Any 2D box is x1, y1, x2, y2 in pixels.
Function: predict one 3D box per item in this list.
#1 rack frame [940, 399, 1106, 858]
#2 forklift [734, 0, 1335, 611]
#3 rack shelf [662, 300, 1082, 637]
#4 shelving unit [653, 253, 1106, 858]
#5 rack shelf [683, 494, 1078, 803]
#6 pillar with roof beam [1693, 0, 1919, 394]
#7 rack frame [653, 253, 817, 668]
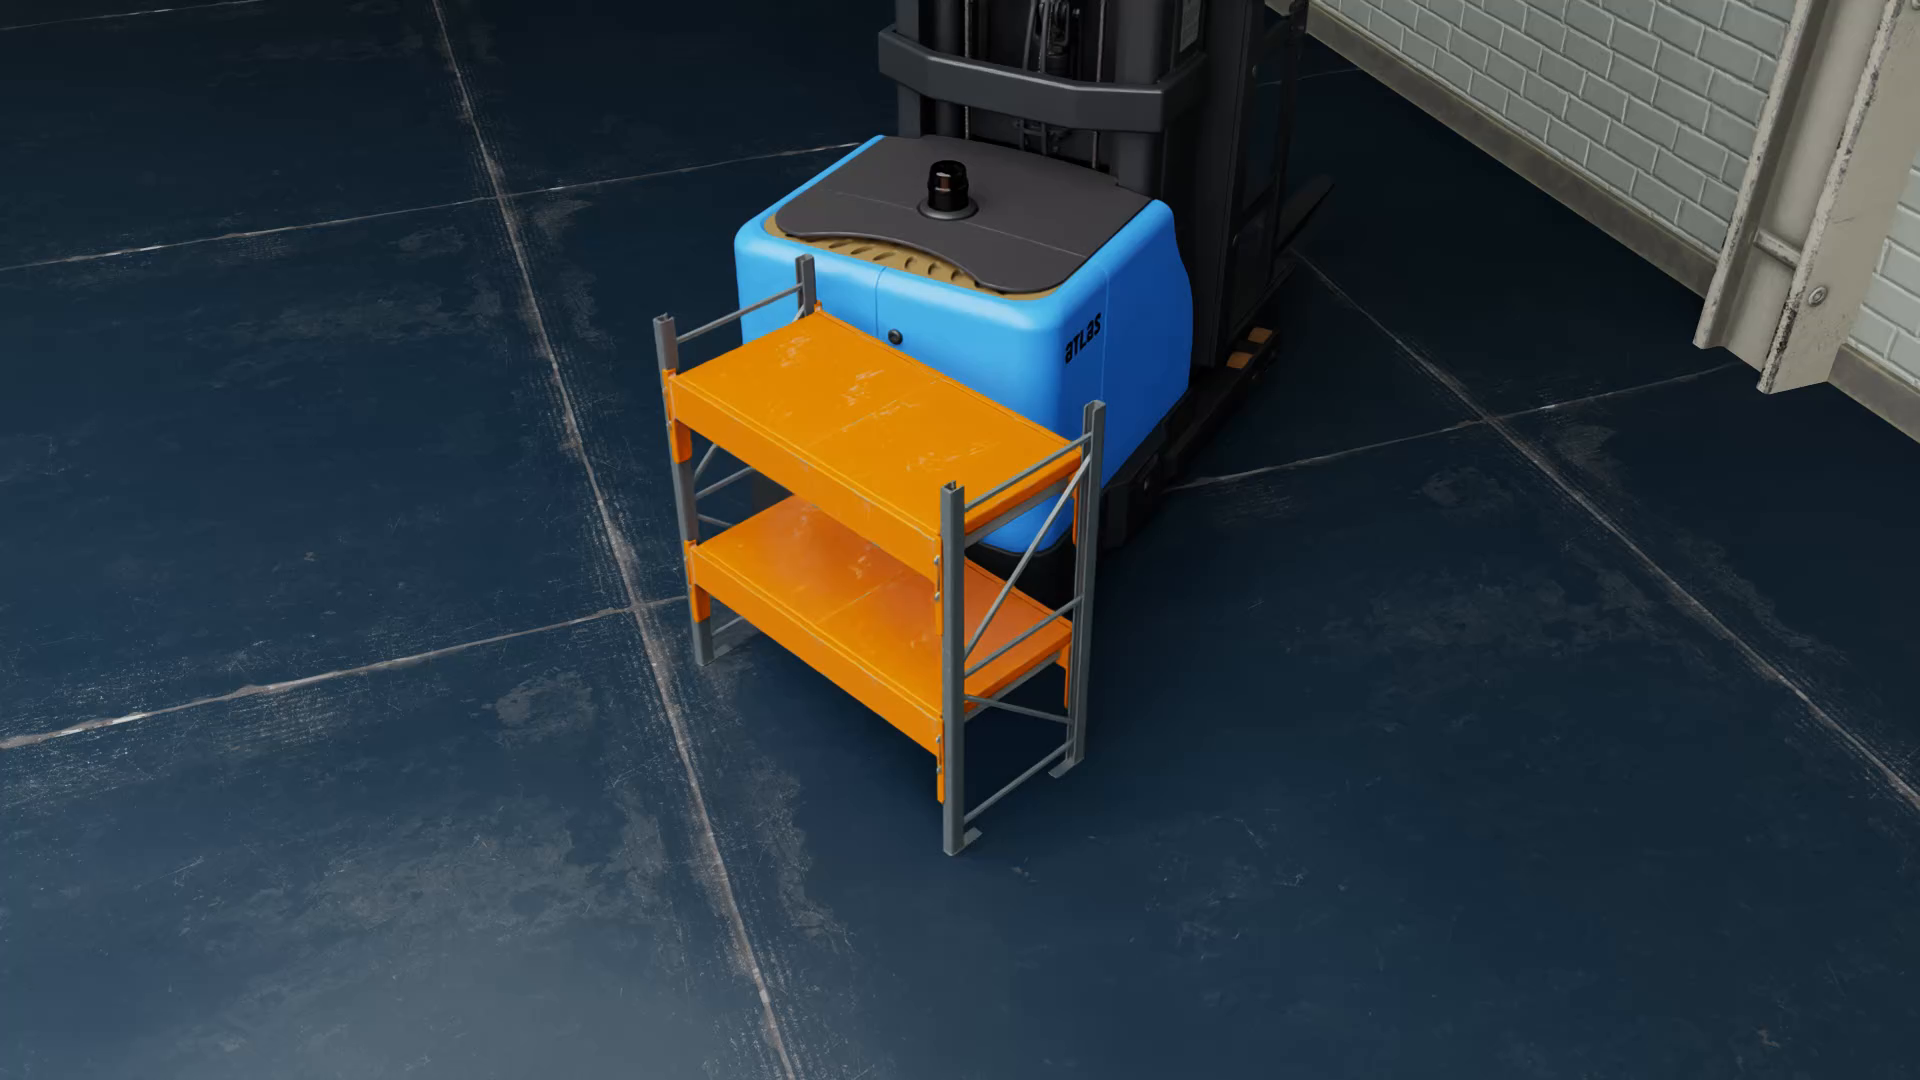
[{"bbox_3d":[0.146,0.239,3.998,0.500,1.125,0.032,-31,47,-34],"label":"rack frame"},{"bbox_3d":[0.515,-1.799,5.203,1.130,2.935,3.031,19,41,23],"label":"forklift"},{"bbox_3d":[-0.212,-0.212,4.110,0.538,0.278,1.000,-31,47,-34],"label":"rack shelf"},{"bbox_3d":[-0.212,0.022,4.286,0.538,1.125,1.048,-31,47,-34],"label":"shelving unit"},{"bbox_3d":[-0.212,0.217,4.434,0.538,0.278,1.000,-31,47,-34],"label":"rack shelf"},{"bbox_3d":[-1.086,-3.366,2.240,9.100,9.000,0.400,-12,39,-16],"label":"pillar with roof beam"},{"bbox_3d":[-0.571,-0.195,4.575,0.500,1.125,0.032,-31,47,-34],"label":"rack frame"}]
